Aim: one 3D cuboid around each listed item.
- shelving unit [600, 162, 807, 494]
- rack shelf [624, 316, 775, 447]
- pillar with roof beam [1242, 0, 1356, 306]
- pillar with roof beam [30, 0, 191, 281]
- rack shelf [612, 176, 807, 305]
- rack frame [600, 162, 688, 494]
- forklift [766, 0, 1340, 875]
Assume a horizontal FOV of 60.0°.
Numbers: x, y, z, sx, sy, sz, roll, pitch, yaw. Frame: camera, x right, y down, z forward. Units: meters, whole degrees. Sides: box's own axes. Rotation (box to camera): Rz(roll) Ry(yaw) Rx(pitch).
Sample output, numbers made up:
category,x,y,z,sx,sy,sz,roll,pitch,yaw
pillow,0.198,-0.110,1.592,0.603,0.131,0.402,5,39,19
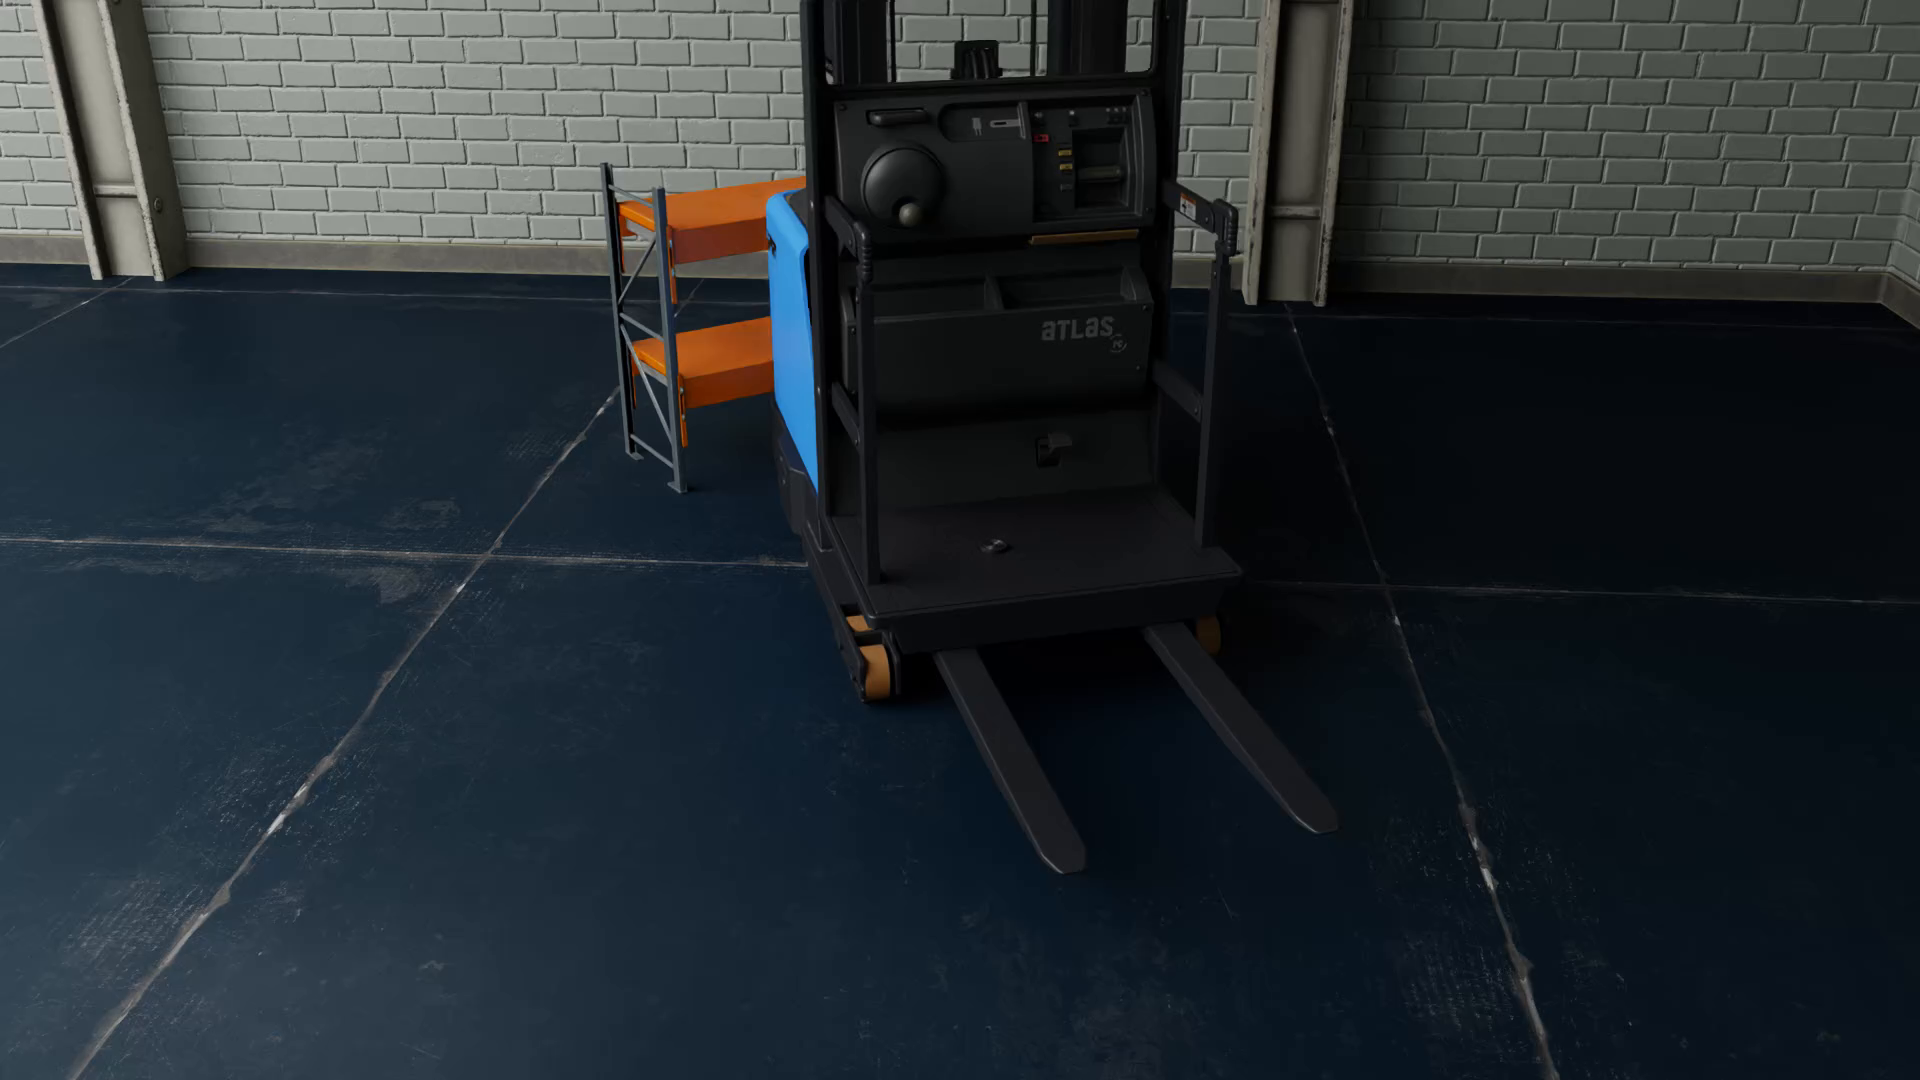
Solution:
category,x,y,z,sx,sy,sz,roll,pitch,yaw
shelving unit,-0.732,-0.890,6.338,1.048,1.125,0.538,-16,29,-30
rack shelf,-0.733,-0.667,6.440,1.000,0.278,0.538,-16,29,-30
pillar with roof beam,1.309,-3.527,2.649,0.400,9.000,9.100,2,25,4
pillar with roof beam,-4.674,-3.719,3.067,0.400,9.000,9.100,2,25,4
rack shelf,-0.732,-1.155,6.215,1.000,0.278,0.538,-16,29,-30
rack frame,-1.156,-0.772,6.082,0.032,1.125,0.500,-16,29,-30
forklift,0.165,-1.047,4.520,1.130,2.935,3.031,-6,25,-13
